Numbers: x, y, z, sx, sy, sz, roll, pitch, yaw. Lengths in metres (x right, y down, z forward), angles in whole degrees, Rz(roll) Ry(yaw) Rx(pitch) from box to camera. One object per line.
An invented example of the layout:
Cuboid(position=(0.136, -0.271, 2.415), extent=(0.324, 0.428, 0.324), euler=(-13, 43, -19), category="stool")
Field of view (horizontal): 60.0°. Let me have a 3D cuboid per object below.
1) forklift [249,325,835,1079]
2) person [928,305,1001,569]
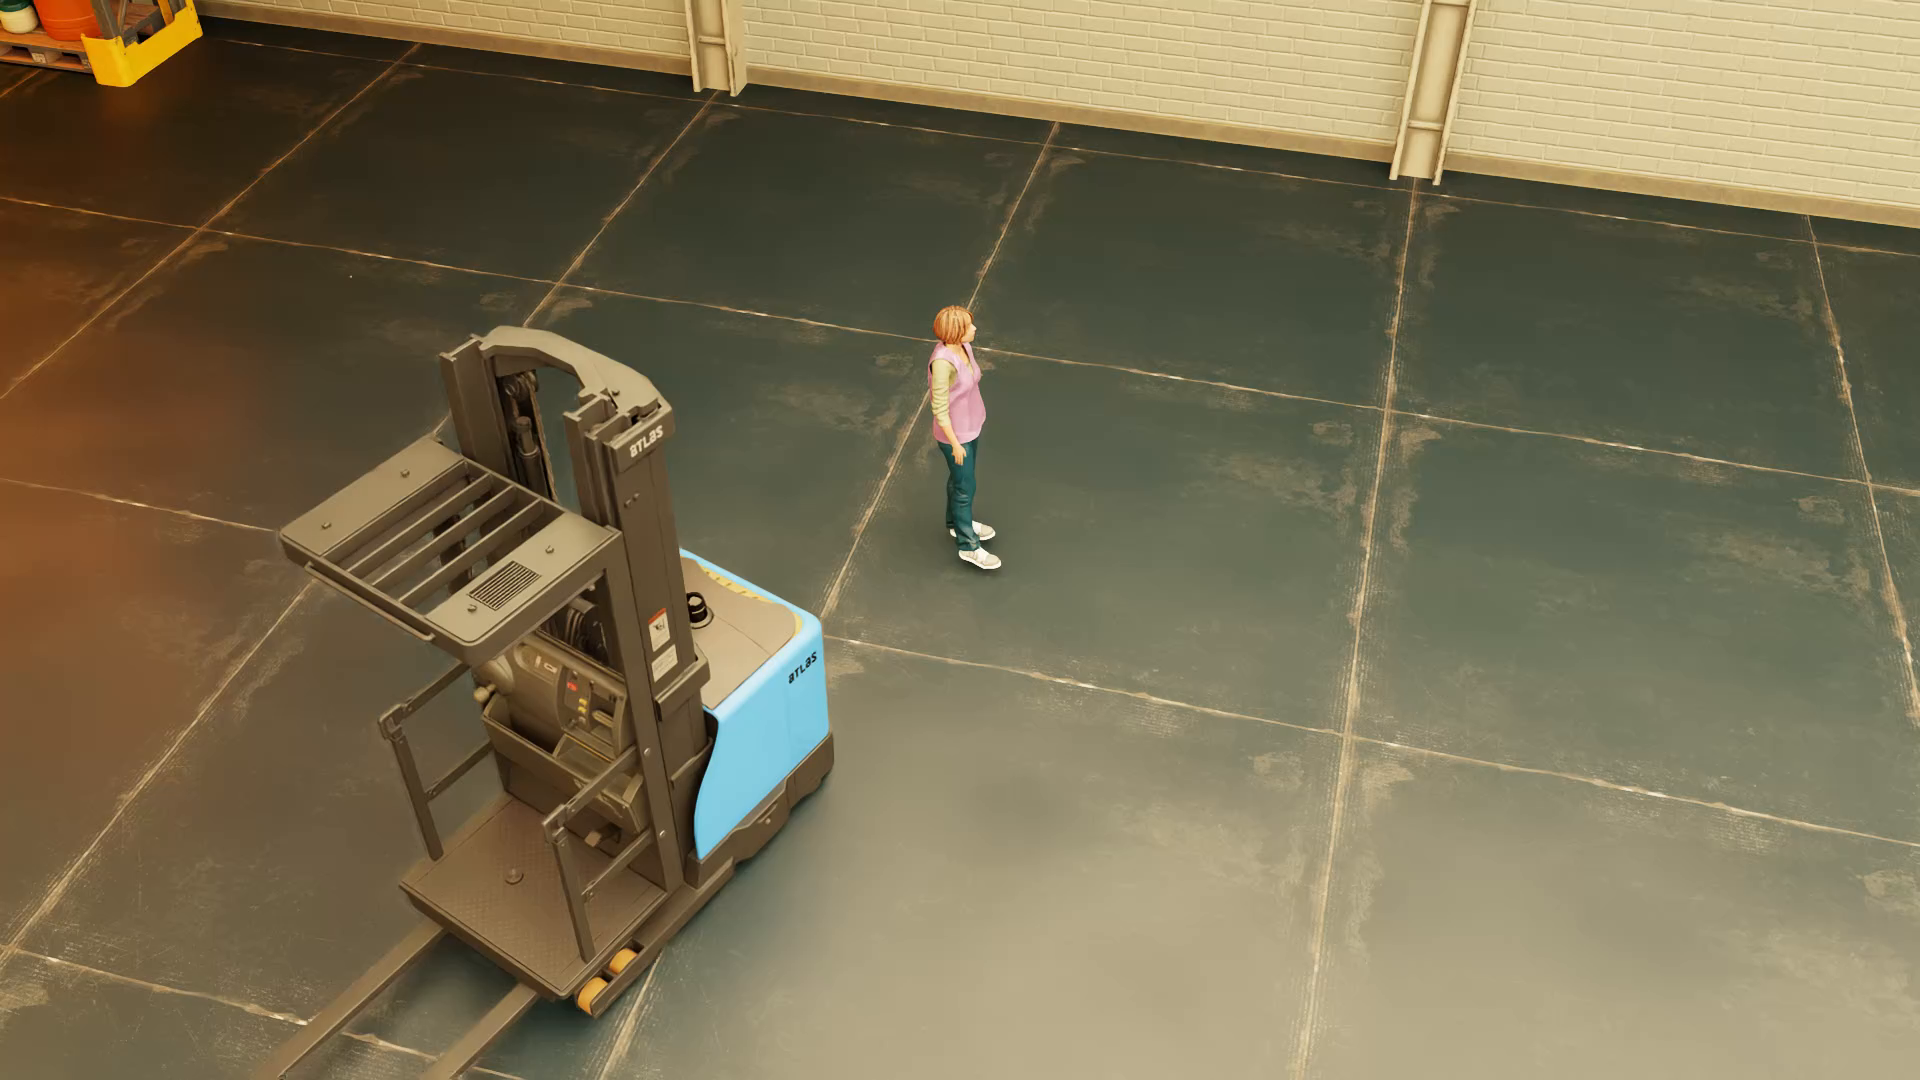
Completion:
Cuboid(position=(-1.909, 0.702, 7.060), extent=(1.130, 2.935, 3.031), euler=(25, 47, 25), category="forklift")
Cuboid(position=(0.068, -0.615, 9.502), extent=(0.473, 1.599, 0.519), euler=(10, 42, 11), category="person")
